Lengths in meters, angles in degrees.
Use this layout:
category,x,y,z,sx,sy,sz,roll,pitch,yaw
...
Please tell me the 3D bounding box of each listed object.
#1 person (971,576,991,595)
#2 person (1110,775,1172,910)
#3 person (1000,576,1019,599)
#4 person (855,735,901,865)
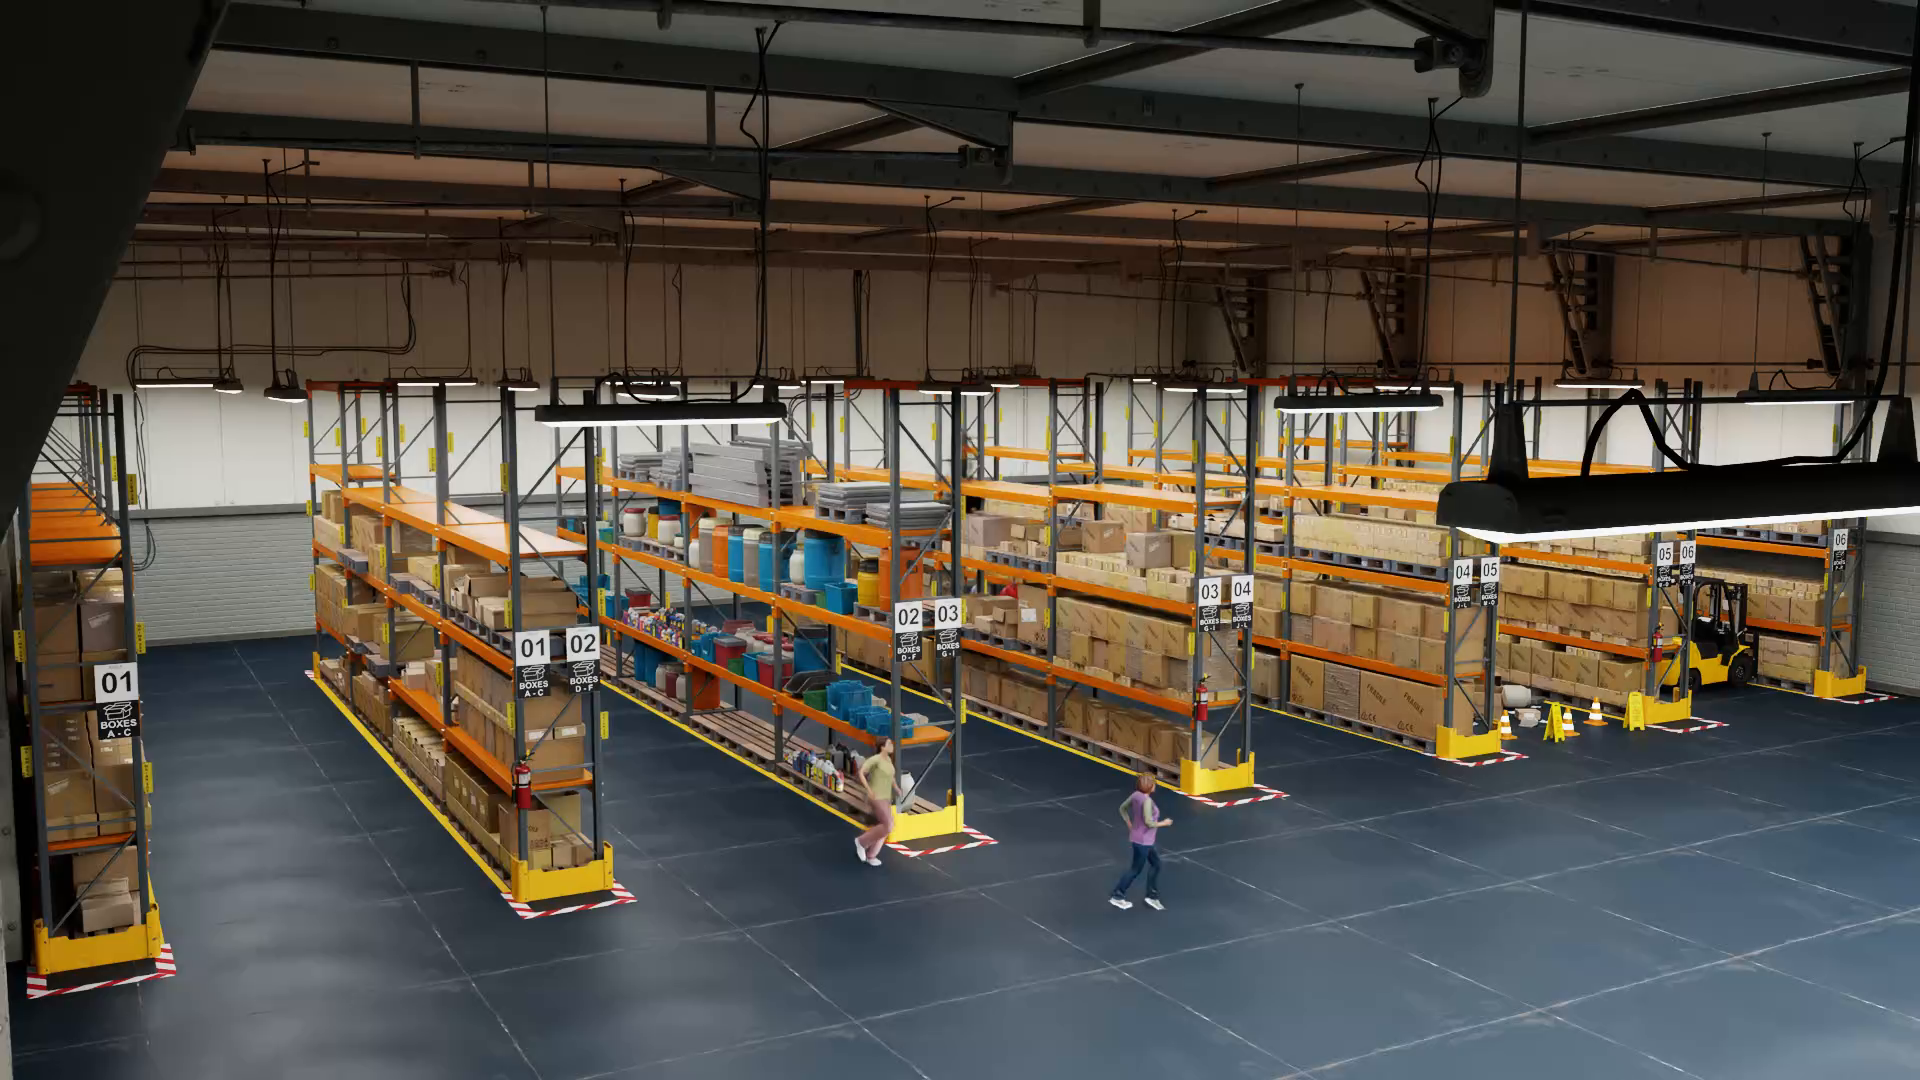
category,x,y,z,sx,sy,sz,roll,pitch,yaw
person,0.527,1.559,37.399,0.643,1.598,0.683,-4,7,-30
person,2.085,3.510,19.152,0.722,1.641,0.522,0,6,-4
person,1.151,1.625,36.275,0.683,1.789,0.830,-4,7,-30
person,-1.010,3.284,21.142,0.514,1.612,0.633,2,7,22
